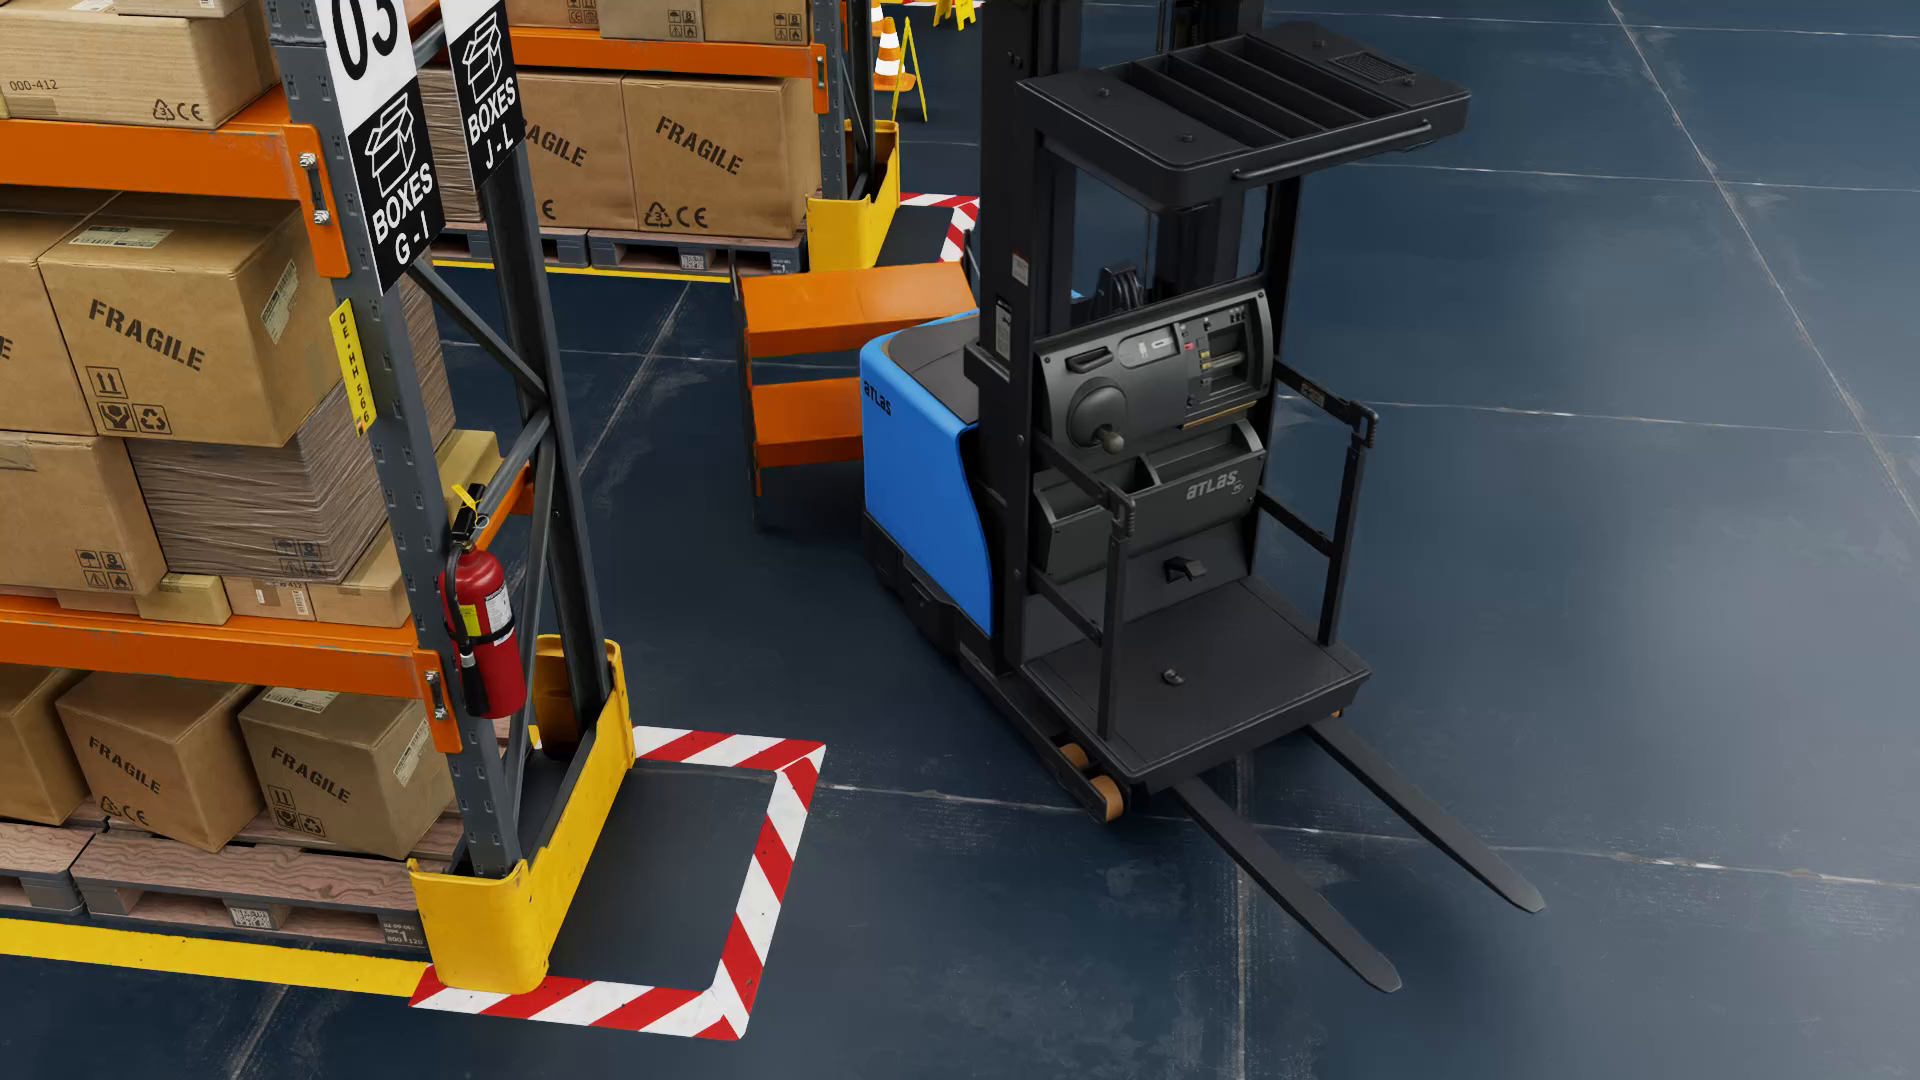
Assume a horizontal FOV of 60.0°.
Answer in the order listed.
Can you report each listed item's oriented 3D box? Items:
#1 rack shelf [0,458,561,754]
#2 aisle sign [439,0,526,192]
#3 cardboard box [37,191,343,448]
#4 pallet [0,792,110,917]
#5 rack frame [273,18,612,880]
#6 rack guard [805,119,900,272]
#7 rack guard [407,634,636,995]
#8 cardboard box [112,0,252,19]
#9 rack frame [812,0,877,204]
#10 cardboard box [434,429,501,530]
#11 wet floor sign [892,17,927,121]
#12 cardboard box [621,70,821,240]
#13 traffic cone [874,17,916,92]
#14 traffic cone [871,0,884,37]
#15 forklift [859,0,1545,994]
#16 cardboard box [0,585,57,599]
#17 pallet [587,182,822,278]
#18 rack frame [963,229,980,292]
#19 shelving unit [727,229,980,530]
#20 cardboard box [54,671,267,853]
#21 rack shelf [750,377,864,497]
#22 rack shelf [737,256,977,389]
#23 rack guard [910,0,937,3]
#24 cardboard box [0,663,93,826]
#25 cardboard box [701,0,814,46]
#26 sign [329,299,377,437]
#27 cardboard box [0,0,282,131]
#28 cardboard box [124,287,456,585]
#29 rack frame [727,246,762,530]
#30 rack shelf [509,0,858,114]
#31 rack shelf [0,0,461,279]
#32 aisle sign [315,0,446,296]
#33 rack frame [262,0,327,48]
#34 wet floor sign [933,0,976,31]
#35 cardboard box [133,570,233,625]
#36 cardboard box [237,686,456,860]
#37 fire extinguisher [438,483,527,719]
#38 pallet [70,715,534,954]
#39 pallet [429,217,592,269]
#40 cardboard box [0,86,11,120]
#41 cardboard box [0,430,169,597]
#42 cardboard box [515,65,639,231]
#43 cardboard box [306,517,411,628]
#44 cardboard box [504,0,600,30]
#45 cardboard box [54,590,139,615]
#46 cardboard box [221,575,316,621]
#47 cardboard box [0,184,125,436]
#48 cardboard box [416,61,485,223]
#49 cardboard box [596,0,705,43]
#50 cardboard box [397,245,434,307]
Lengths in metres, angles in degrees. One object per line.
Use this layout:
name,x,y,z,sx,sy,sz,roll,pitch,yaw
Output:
rack shelf,-3.341,0.018,5.262,4.000,0.370,1.077,4,36,6
aisle sign,-1.258,-1.353,4.326,0.004,0.787,0.394,4,36,6
cardboard box,-1.934,-0.594,4.297,0.500,0.500,0.500,4,36,6
pallet,-3.440,0.830,5.905,1.213,0.211,1.003,4,36,6
rack frame,-1.357,-0.127,4.846,0.127,3.000,1.000,4,36,6
rack guard,-0.601,-1.958,9.563,0.348,0.500,1.175,4,36,6
rack guard,-1.433,0.885,5.580,0.348,0.500,1.175,4,36,6
cardboard box,-1.672,-1.290,3.679,0.250,0.149,0.380,4,36,6
rack frame,-0.625,-2.977,8.840,0.127,3.000,1.000,4,36,6
cardboard box,-1.609,-0.183,5.141,0.250,0.149,0.380,4,36,6
wet floor sign,-0.344,-3.158,11.119,0.232,0.644,0.267,-2,36,-2
cardboard box,-1.306,-2.296,9.352,0.875,0.875,0.875,4,36,6
traffic cone,-0.490,-3.428,11.655,0.334,0.463,0.336,4,36,6
traffic cone,-0.686,-4.093,12.586,0.334,0.463,0.336,4,36,6
forklift,0.783,-0.508,5.439,1.130,2.935,3.031,-19,40,-25
cardboard box,-2.657,-0.004,4.890,0.250,0.149,0.380,4,36,6
pallet,-1.428,-1.856,9.669,1.213,0.211,1.003,4,36,6
rack frame,0.071,-0.747,7.329,0.032,1.125,0.500,-6,36,-8
shelving unit,-0.430,-0.697,7.258,1.048,1.125,0.538,-6,36,-8
cardboard box,-2.572,0.639,5.562,0.500,0.500,0.500,14,38,18
rack shelf,-0.430,-0.497,7.400,1.000,0.278,0.538,-6,36,-8
rack shelf,-0.430,-0.935,7.088,1.000,0.278,0.538,-6,36,-8
rack guard,-0.170,-4.825,13.580,0.348,0.500,1.175,4,36,6
cardboard box,-3.190,0.582,5.643,0.500,0.500,0.500,7,36,10
cardboard box,-0.999,-3.040,8.798,0.550,0.550,0.875,4,36,6
sign,-1.448,-0.409,3.972,0.005,0.325,0.100,4,36,6
cardboard box,-1.868,-1.176,3.863,0.500,0.250,0.500,5,36,7
cardboard box,-1.899,-0.345,4.809,0.500,0.500,0.875,4,36,6
rack frame,-0.931,-0.646,7.186,0.032,1.125,0.500,-6,36,-8
rack shelf,-2.609,-2.832,9.256,4.000,0.370,1.077,4,36,6
rack shelf,-3.341,-1.203,4.391,4.000,0.370,1.077,4,36,6
aisle sign,-1.334,-1.008,3.842,0.004,0.787,0.394,4,36,6
rack frame,-1.357,-2.569,3.103,0.127,3.000,1.000,4,36,6
wet floor sign,-0.043,-4.248,12.647,0.232,0.644,0.267,17,39,22
cardboard box,-2.169,0.066,4.792,0.250,0.149,0.380,4,36,6
cardboard box,-1.974,0.664,5.528,0.500,0.500,0.500,11,37,15
fire extinguisher,-1.302,0.179,4.484,0.183,0.674,0.296,4,36,6
pallet,-2.234,0.922,5.776,1.213,0.211,1.003,4,36,6
pallet,-2.635,-1.948,9.798,1.213,0.211,1.003,4,36,6
cardboard box,-2.363,-1.211,3.912,0.500,0.250,0.500,4,36,6
cardboard box,-2.410,-0.313,4.764,0.500,0.500,0.875,4,36,6
cardboard box,-2.179,-2.359,9.441,0.875,0.875,0.875,4,36,5
cardboard box,-1.666,0.073,4.782,0.250,0.149,0.380,4,36,6
cardboard box,-2.087,-3.182,8.997,0.550,0.550,0.875,4,36,6
cardboard box,-2.415,0.038,4.831,0.250,0.149,0.380,4,36,6
cardboard box,-1.914,0.054,4.808,0.250,0.149,0.380,4,36,6
cardboard box,-2.431,-0.628,4.345,0.500,0.500,0.500,4,36,6
cardboard box,-3.083,-2.428,9.537,0.875,0.875,0.875,5,36,6
cardboard box,-1.547,-3.068,8.837,0.550,0.550,0.875,4,36,6
cardboard box,-1.868,-0.893,4.717,0.500,0.500,0.500,4,36,6
